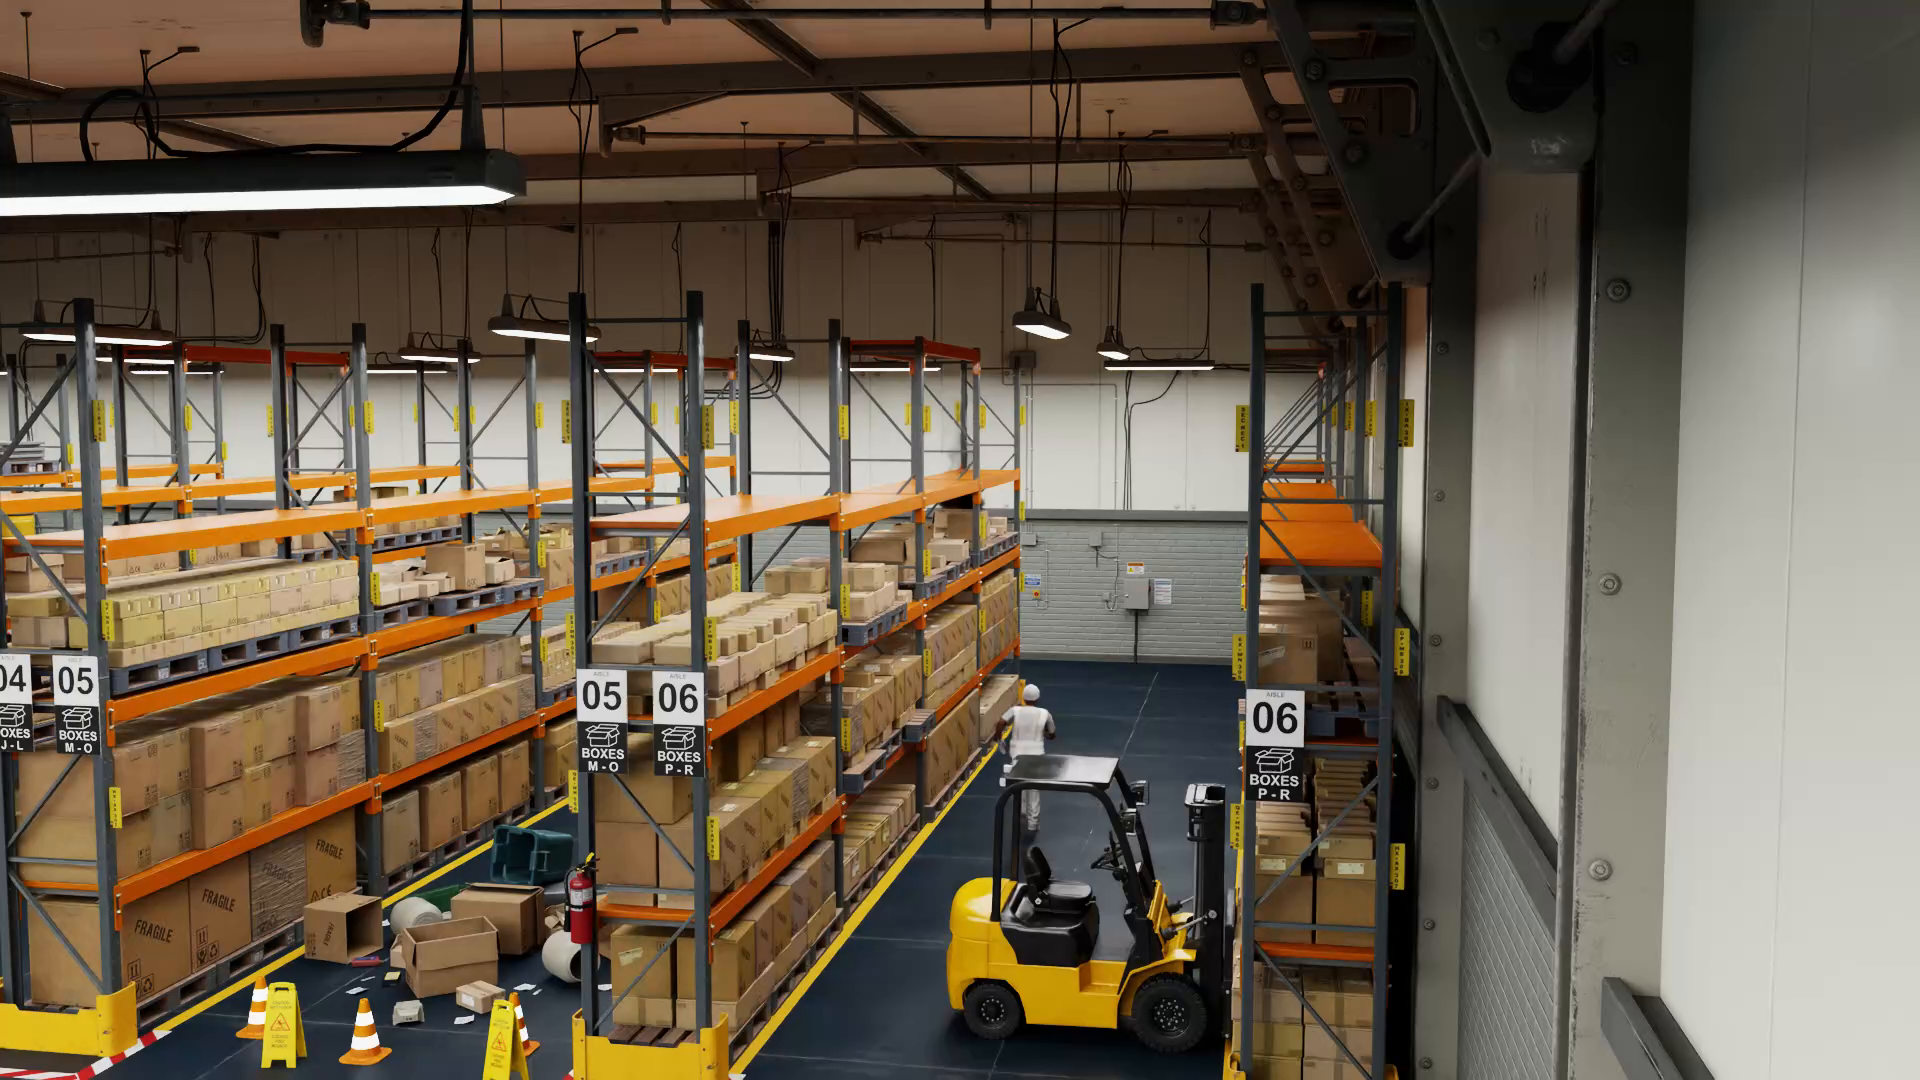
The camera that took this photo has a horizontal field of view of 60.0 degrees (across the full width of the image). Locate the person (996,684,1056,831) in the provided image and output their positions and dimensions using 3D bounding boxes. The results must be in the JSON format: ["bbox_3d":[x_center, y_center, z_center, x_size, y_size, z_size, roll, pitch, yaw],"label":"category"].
[{"bbox_3d":[0.807,2.649,20.217,0.693,1.796,0.888,1,5,11],"label":"person"}]
